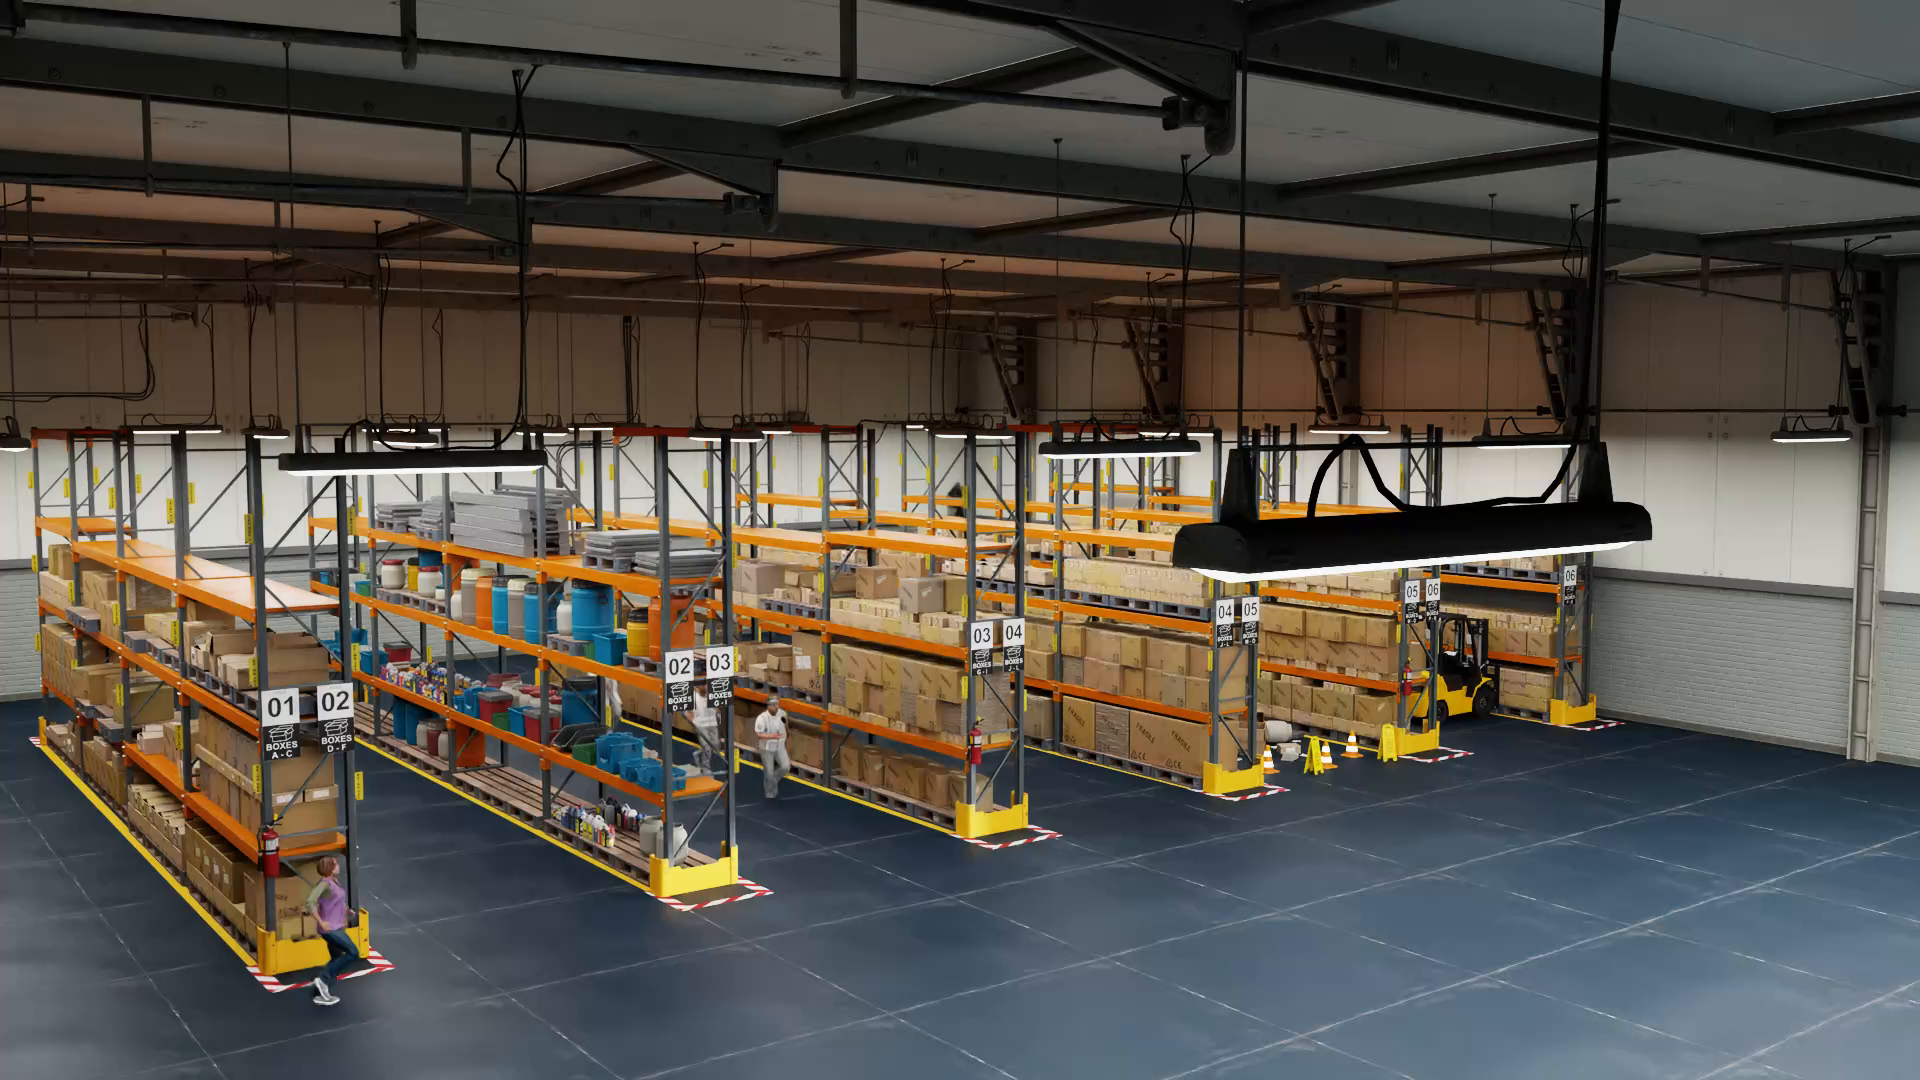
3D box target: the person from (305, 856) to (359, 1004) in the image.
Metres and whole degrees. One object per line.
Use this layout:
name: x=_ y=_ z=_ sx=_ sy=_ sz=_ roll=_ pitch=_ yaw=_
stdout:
person: x=-6.705 y=4.161 z=17.797 sx=0.516 sy=1.545 sz=0.563 roll=-1 pitch=5 yaw=-17

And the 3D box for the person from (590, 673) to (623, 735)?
person: x=-6.714 y=2.969 z=31.681 sx=0.717 sy=1.746 sz=0.654 roll=-4 pitch=6 yaw=-44

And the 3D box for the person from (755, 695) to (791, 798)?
person: x=-2.987 y=3.347 z=26.848 sx=0.703 sy=1.731 sz=0.748 roll=-3 pitch=5 yaw=-34

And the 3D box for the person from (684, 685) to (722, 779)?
person: x=-4.426 y=3.215 z=28.690 sx=0.676 sy=1.753 sz=0.648 roll=-4 pitch=6 yaw=-40
